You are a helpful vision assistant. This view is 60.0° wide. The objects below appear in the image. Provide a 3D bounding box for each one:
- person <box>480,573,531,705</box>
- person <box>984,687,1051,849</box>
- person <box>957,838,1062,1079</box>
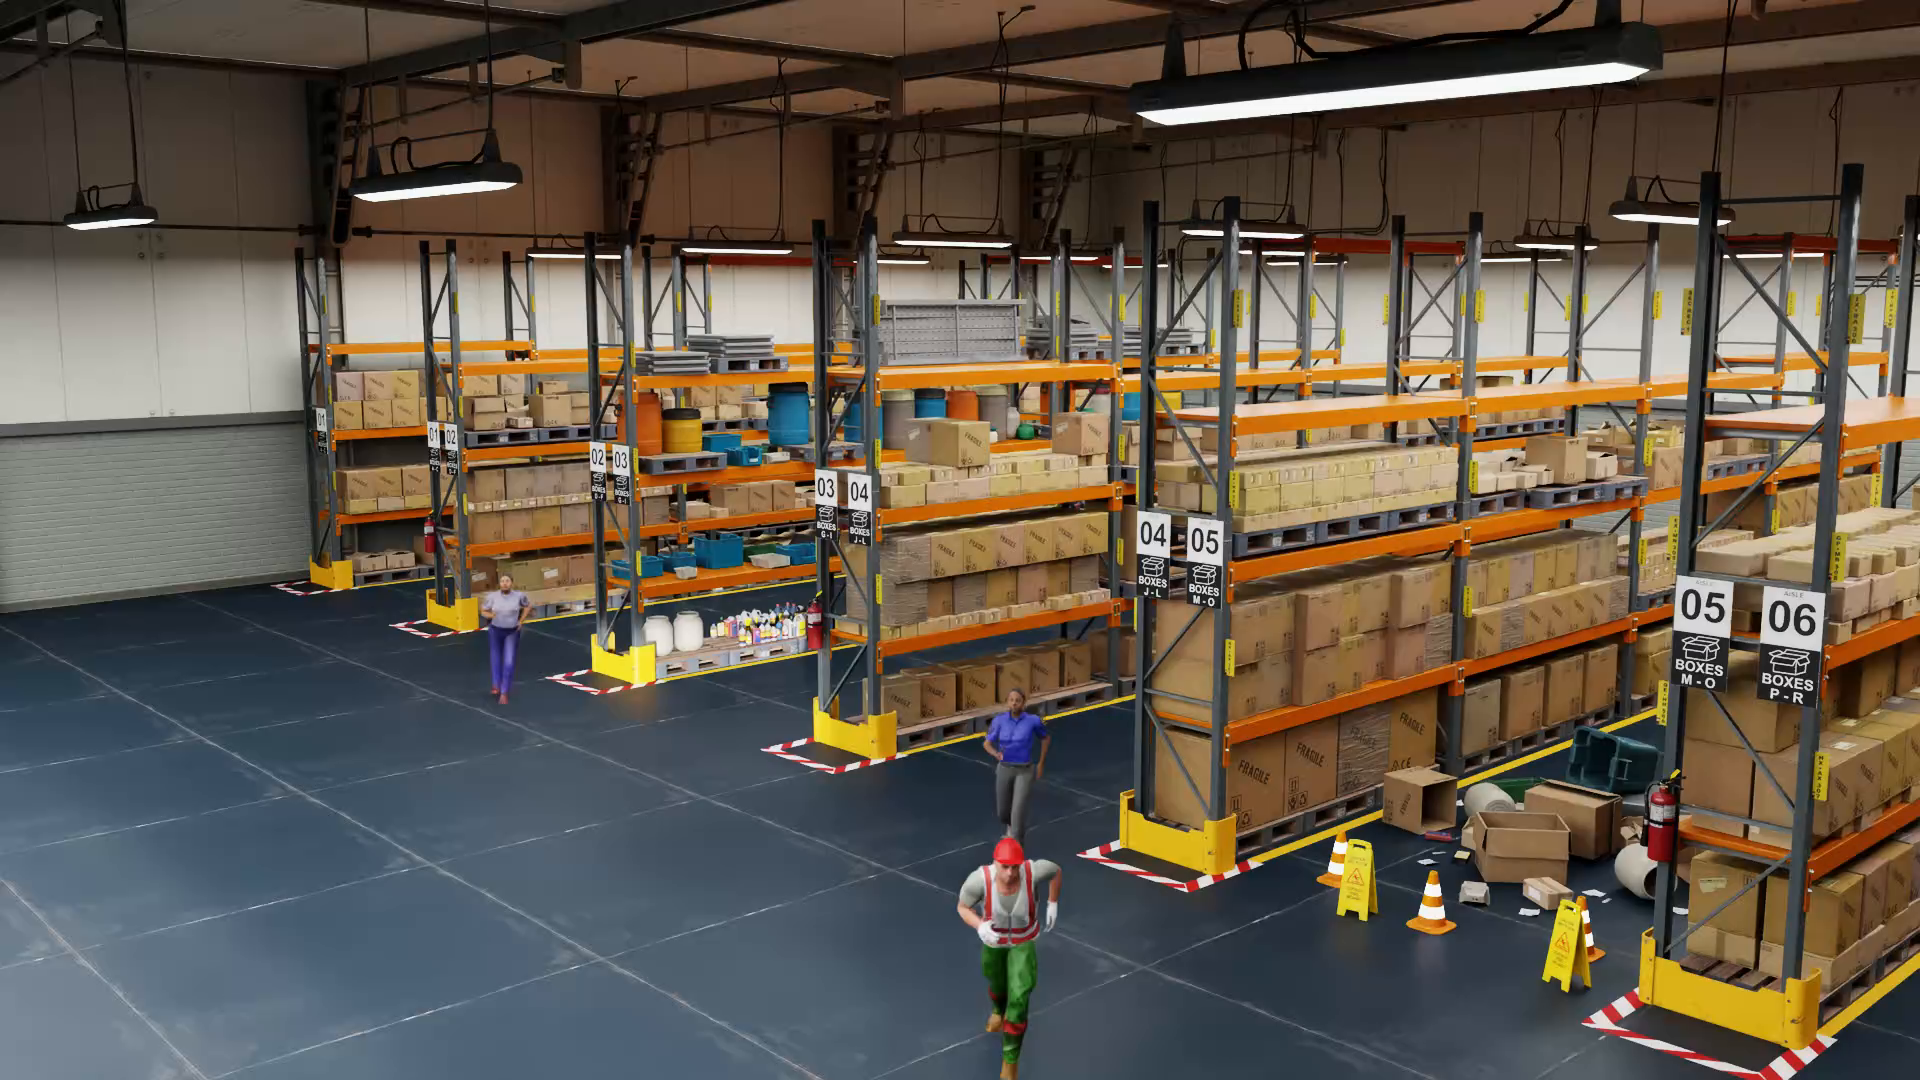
[{"bbox_3d":[-5.819,1.256,21.328,0.602,1.705,0.732,-1,8,-7],"label":"person"},{"bbox_3d":[0.518,2.141,15.207,0.594,1.624,0.811,2,9,11],"label":"person"},{"bbox_3d":[0.328,2.731,11.201,0.706,1.732,1.048,0,8,-1],"label":"person"}]
